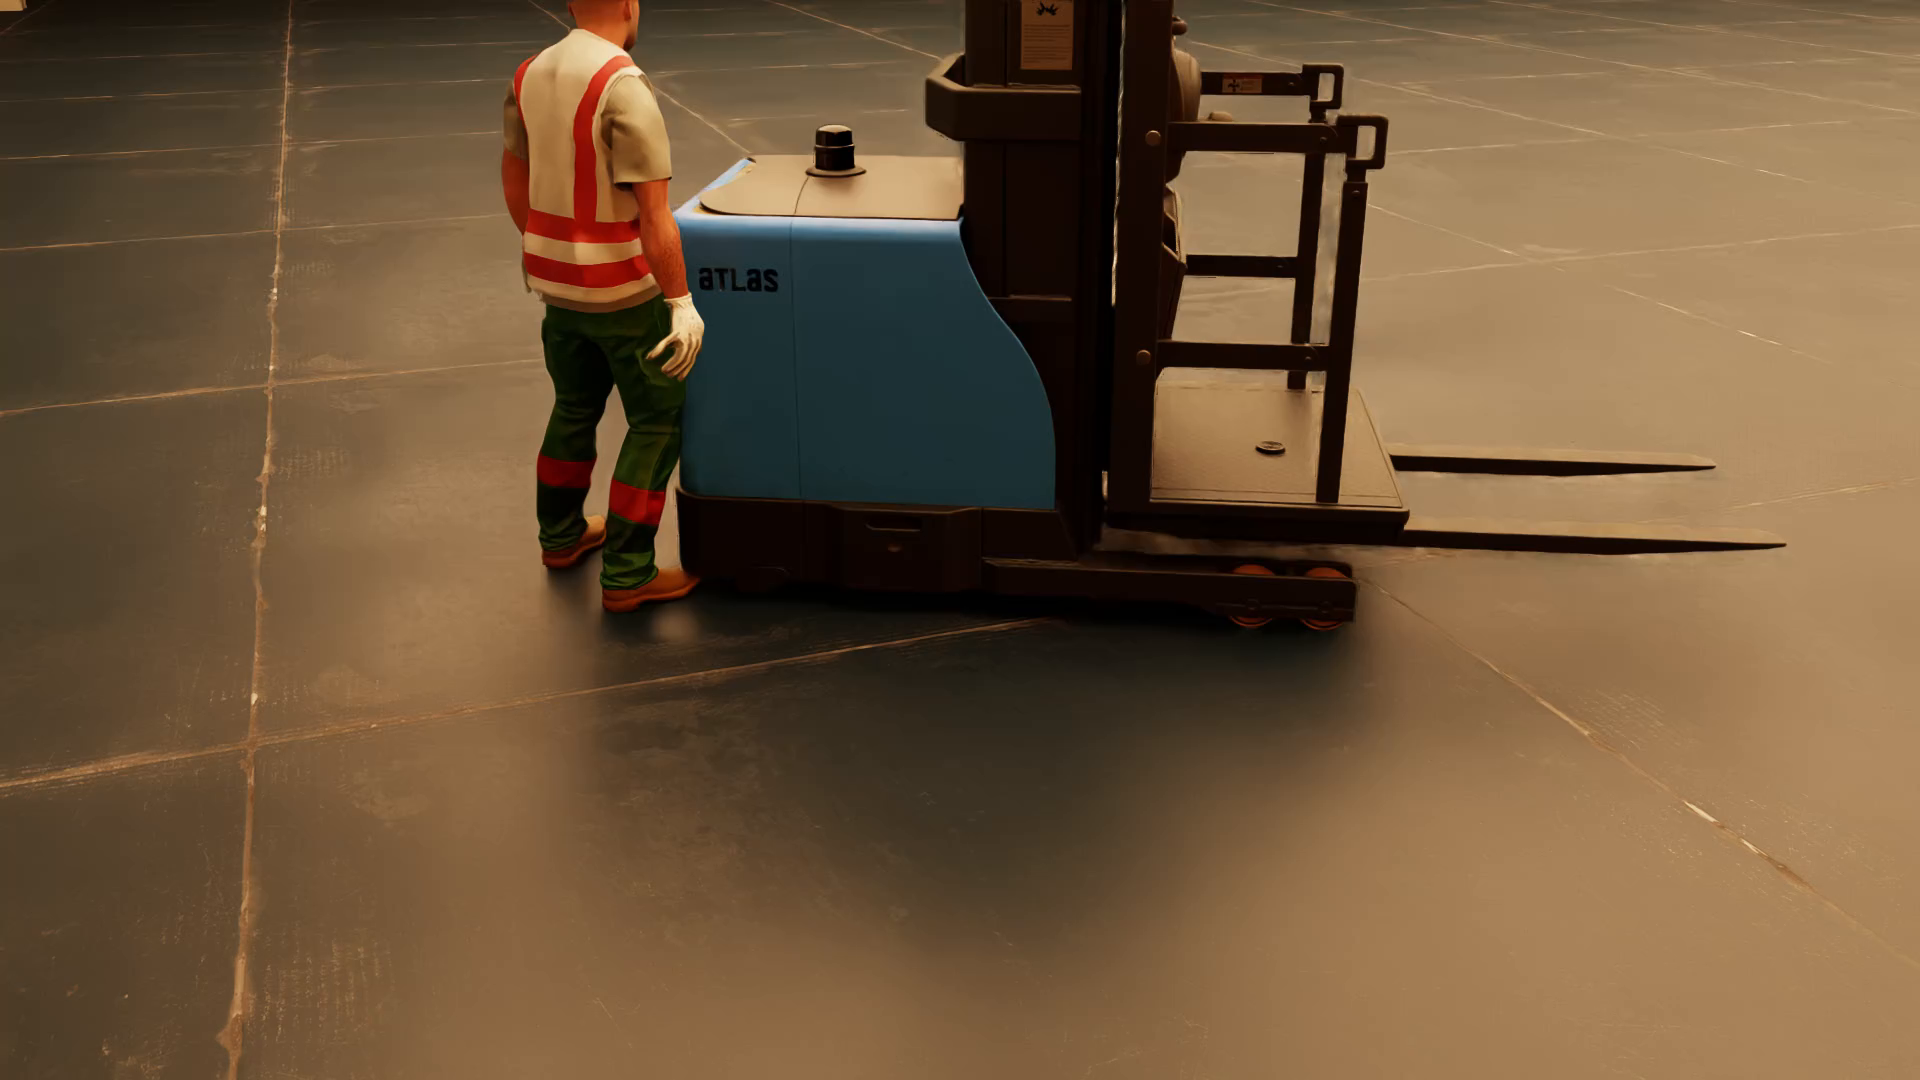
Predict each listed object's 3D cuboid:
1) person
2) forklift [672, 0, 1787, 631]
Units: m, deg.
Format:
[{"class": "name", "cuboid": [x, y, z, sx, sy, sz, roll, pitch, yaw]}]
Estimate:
[{"class": "person", "cuboid": [-0.935, -0.689, 4.453, 0.805, 1.757, 0.413, 17, 28, 35]}, {"class": "forklift", "cuboid": [0.757, -1.324, 4.446, 3.031, 2.935, 1.130, 2, 23, 5]}]
